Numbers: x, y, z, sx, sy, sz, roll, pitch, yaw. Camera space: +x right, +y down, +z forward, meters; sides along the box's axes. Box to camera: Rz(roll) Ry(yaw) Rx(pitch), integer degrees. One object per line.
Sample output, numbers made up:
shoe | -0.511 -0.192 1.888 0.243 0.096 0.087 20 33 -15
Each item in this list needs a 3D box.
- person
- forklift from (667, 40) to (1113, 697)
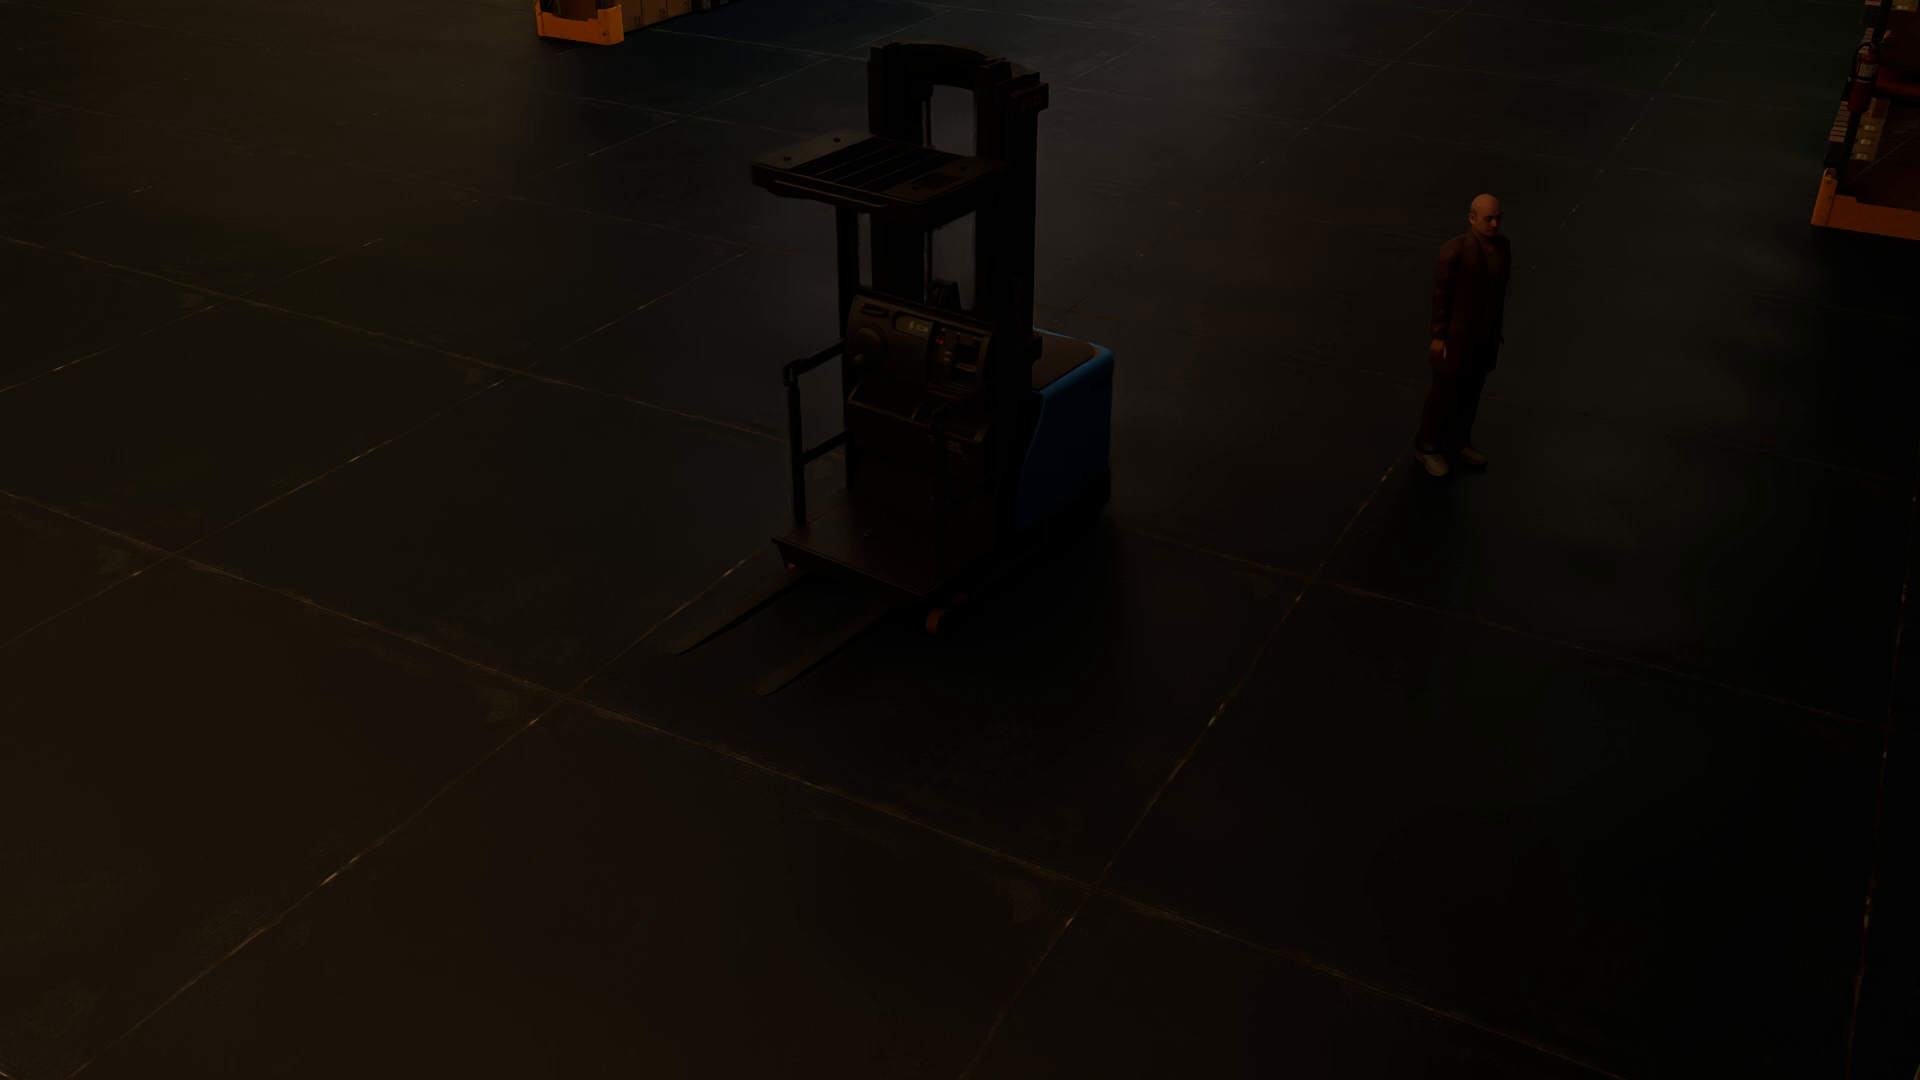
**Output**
person | 3.211 -1.289 10.452 0.563 1.783 0.384 -15 33 -24
forklift | -0.351 -1.014 8.828 1.130 2.935 3.031 20 35 31
